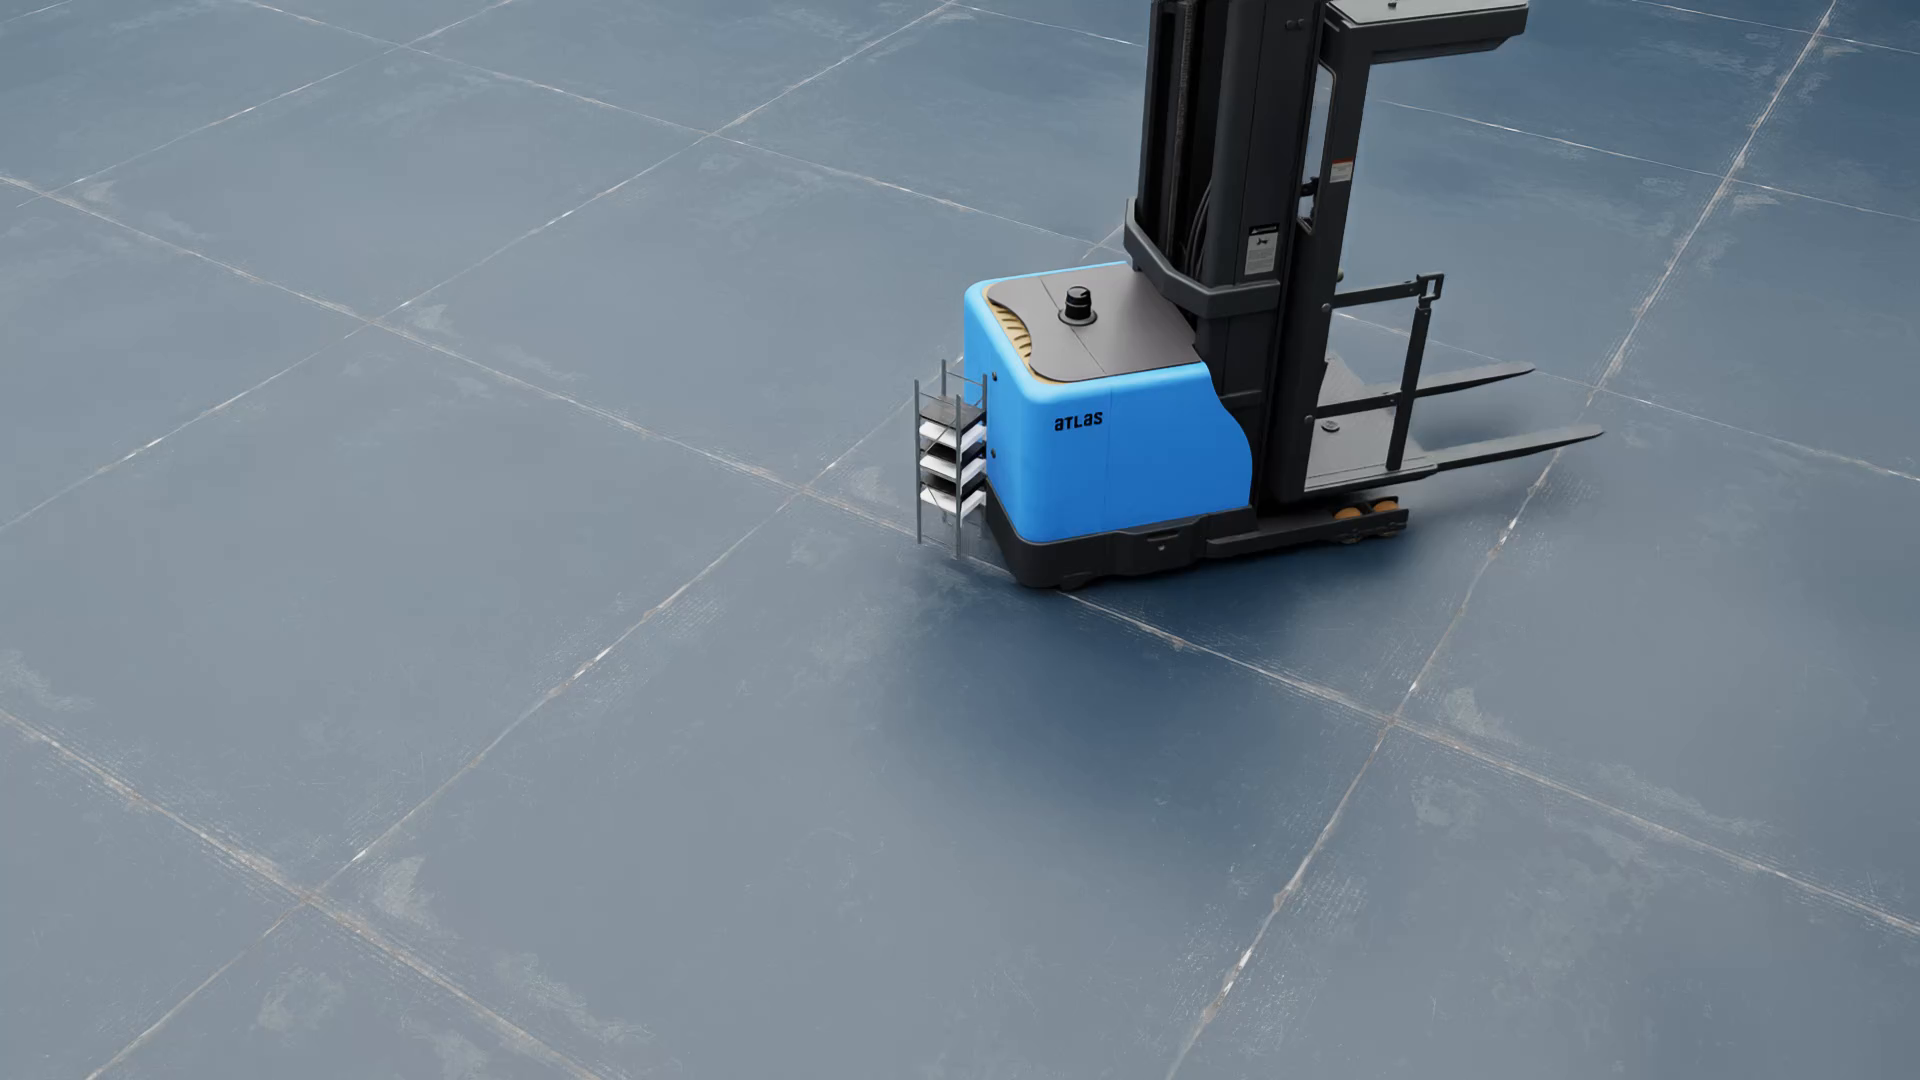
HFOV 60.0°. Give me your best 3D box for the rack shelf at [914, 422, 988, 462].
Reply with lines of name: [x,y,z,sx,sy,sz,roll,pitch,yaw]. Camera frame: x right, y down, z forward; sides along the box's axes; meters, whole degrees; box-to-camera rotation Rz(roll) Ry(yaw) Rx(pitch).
rack shelf: [-0.039,-0.465,7.376,0.258,0.077,0.200,23,43,27]

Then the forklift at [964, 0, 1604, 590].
forklift: [1.581,-1.444,7.222,3.031,2.935,1.130,-10,39,-13]

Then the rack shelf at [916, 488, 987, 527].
rack shelf: [-0.039,-0.180,7.596,0.258,0.077,0.200,23,43,27]

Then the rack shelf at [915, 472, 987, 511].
rack shelf: [-0.039,-0.251,7.541,0.258,0.077,0.200,23,43,27]

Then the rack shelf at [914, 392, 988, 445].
rack shelf: [-0.039,-0.537,7.321,0.258,0.077,0.200,23,43,27]

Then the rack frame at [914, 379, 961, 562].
rack frame: [-0.097,-0.298,7.400,0.240,0.900,0.006,23,43,27]

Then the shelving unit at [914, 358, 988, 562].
shelving unit: [-0.039,-0.349,7.466,0.258,0.900,0.210,23,43,27]

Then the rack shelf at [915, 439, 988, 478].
rack shelf: [-0.039,-0.394,7.431,0.258,0.077,0.200,23,43,27]

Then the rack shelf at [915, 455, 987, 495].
rack shelf: [-0.039,-0.323,7.486,0.258,0.077,0.200,23,43,27]

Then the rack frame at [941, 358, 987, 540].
rack frame: [0.018,-0.400,7.532,0.240,0.900,0.006,23,43,27]
